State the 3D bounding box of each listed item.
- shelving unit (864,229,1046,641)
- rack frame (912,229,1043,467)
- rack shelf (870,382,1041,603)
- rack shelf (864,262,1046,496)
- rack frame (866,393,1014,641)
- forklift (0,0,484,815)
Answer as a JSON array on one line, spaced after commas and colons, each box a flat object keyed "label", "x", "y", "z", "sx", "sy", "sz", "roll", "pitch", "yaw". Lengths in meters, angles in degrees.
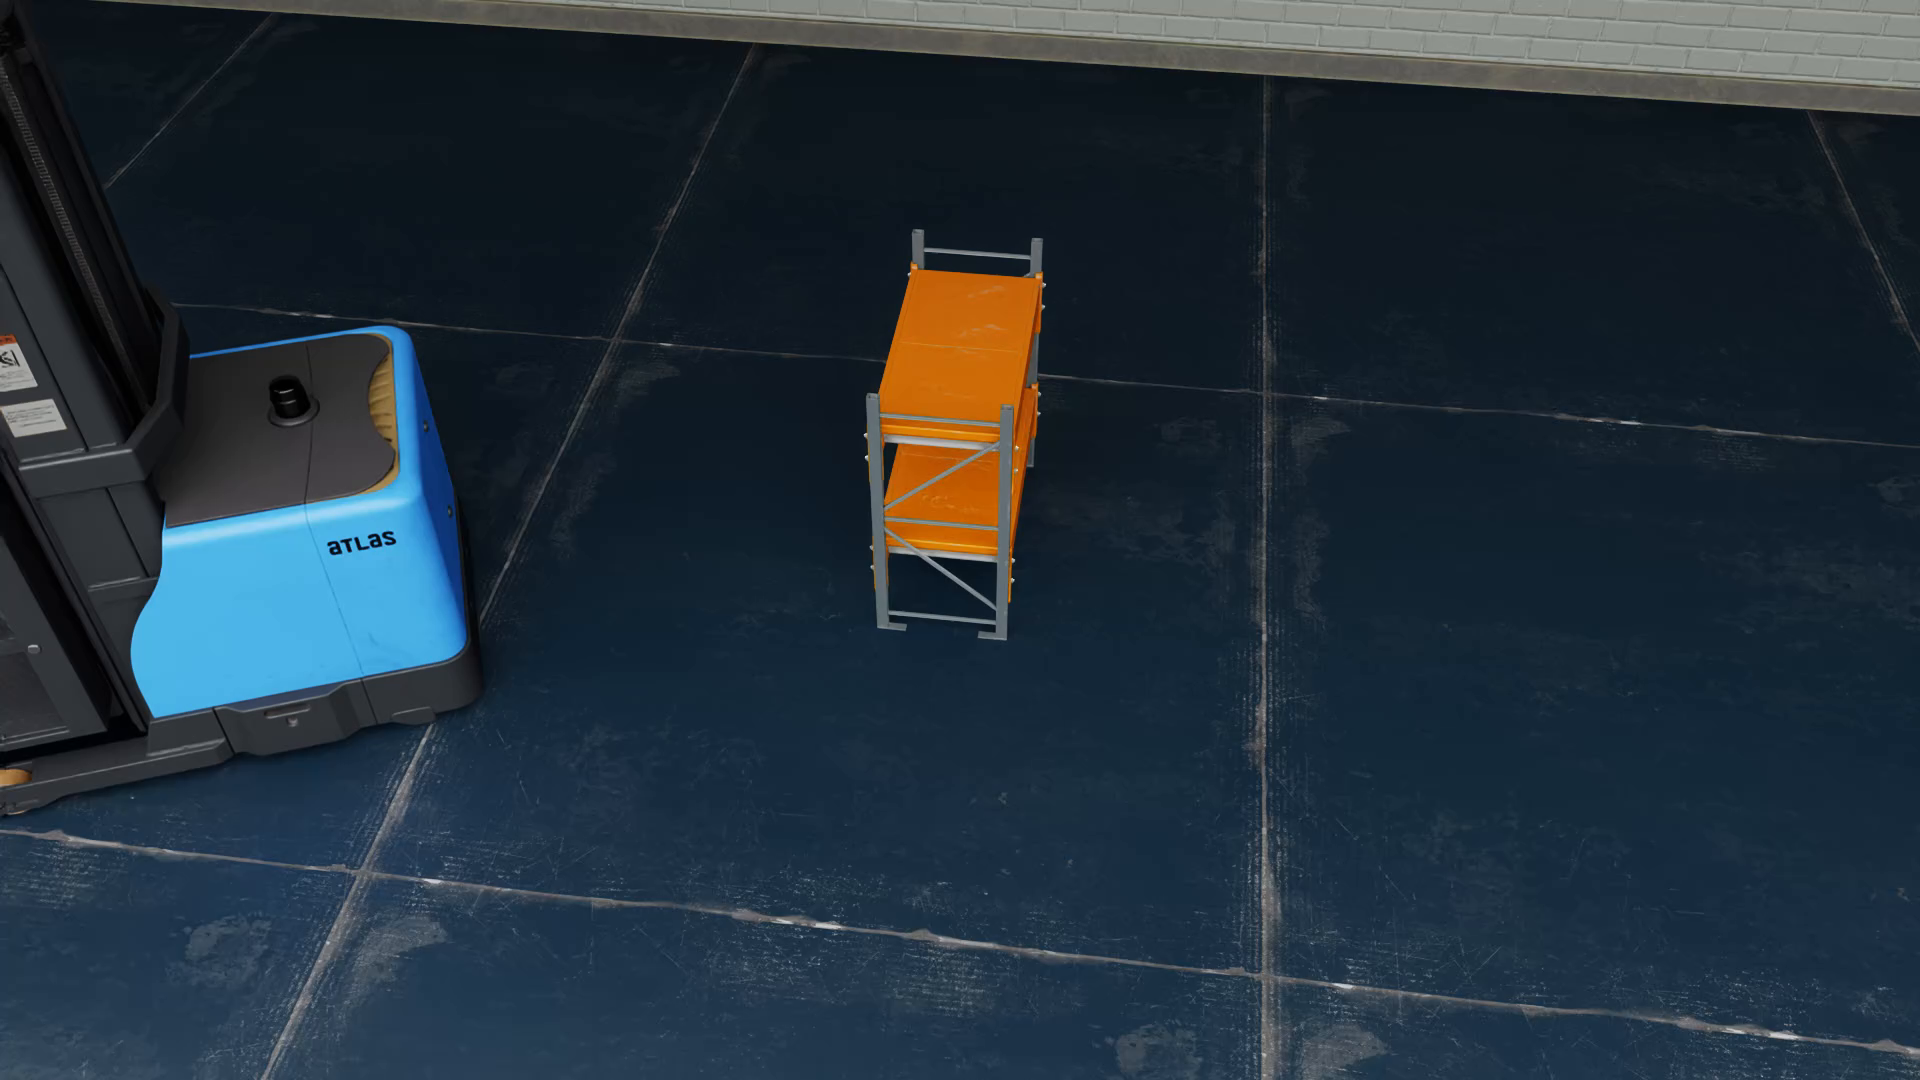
[{"label": "shelving unit", "x": -0.001, "y": -0.404, "z": 6.358, "sx": 0.538, "sy": 1.125, "sz": 1.048, "roll": 5, "pitch": 44, "yaw": 6}, {"label": "rack frame", "x": 0.066, "y": -0.750, "z": 6.724, "sx": 0.500, "sy": 1.125, "sz": 0.032, "roll": 5, "pitch": 44, "yaw": 6}, {"label": "rack shelf", "x": -0.001, "y": -0.226, "z": 6.527, "sx": 0.538, "sy": 0.278, "sz": 1.000, "roll": 5, "pitch": 44, "yaw": 6}, {"label": "rack shelf", "x": -0.001, "y": -0.616, "z": 6.157, "sx": 0.538, "sy": 0.278, "sz": 1.000, "roll": 5, "pitch": 44, "yaw": 6}, {"label": "rack frame", "x": -0.068, "y": -0.057, "z": 5.993, "sx": 0.500, "sy": 1.125, "sz": 0.032, "roll": 5, "pitch": 44, "yaw": 6}, {"label": "forklift", "x": -3.317, "y": -0.485, "z": 5.131, "sx": 3.031, "sy": 2.935, "sz": 1.130, "roll": -11, "pitch": 45, "yaw": -11}]
